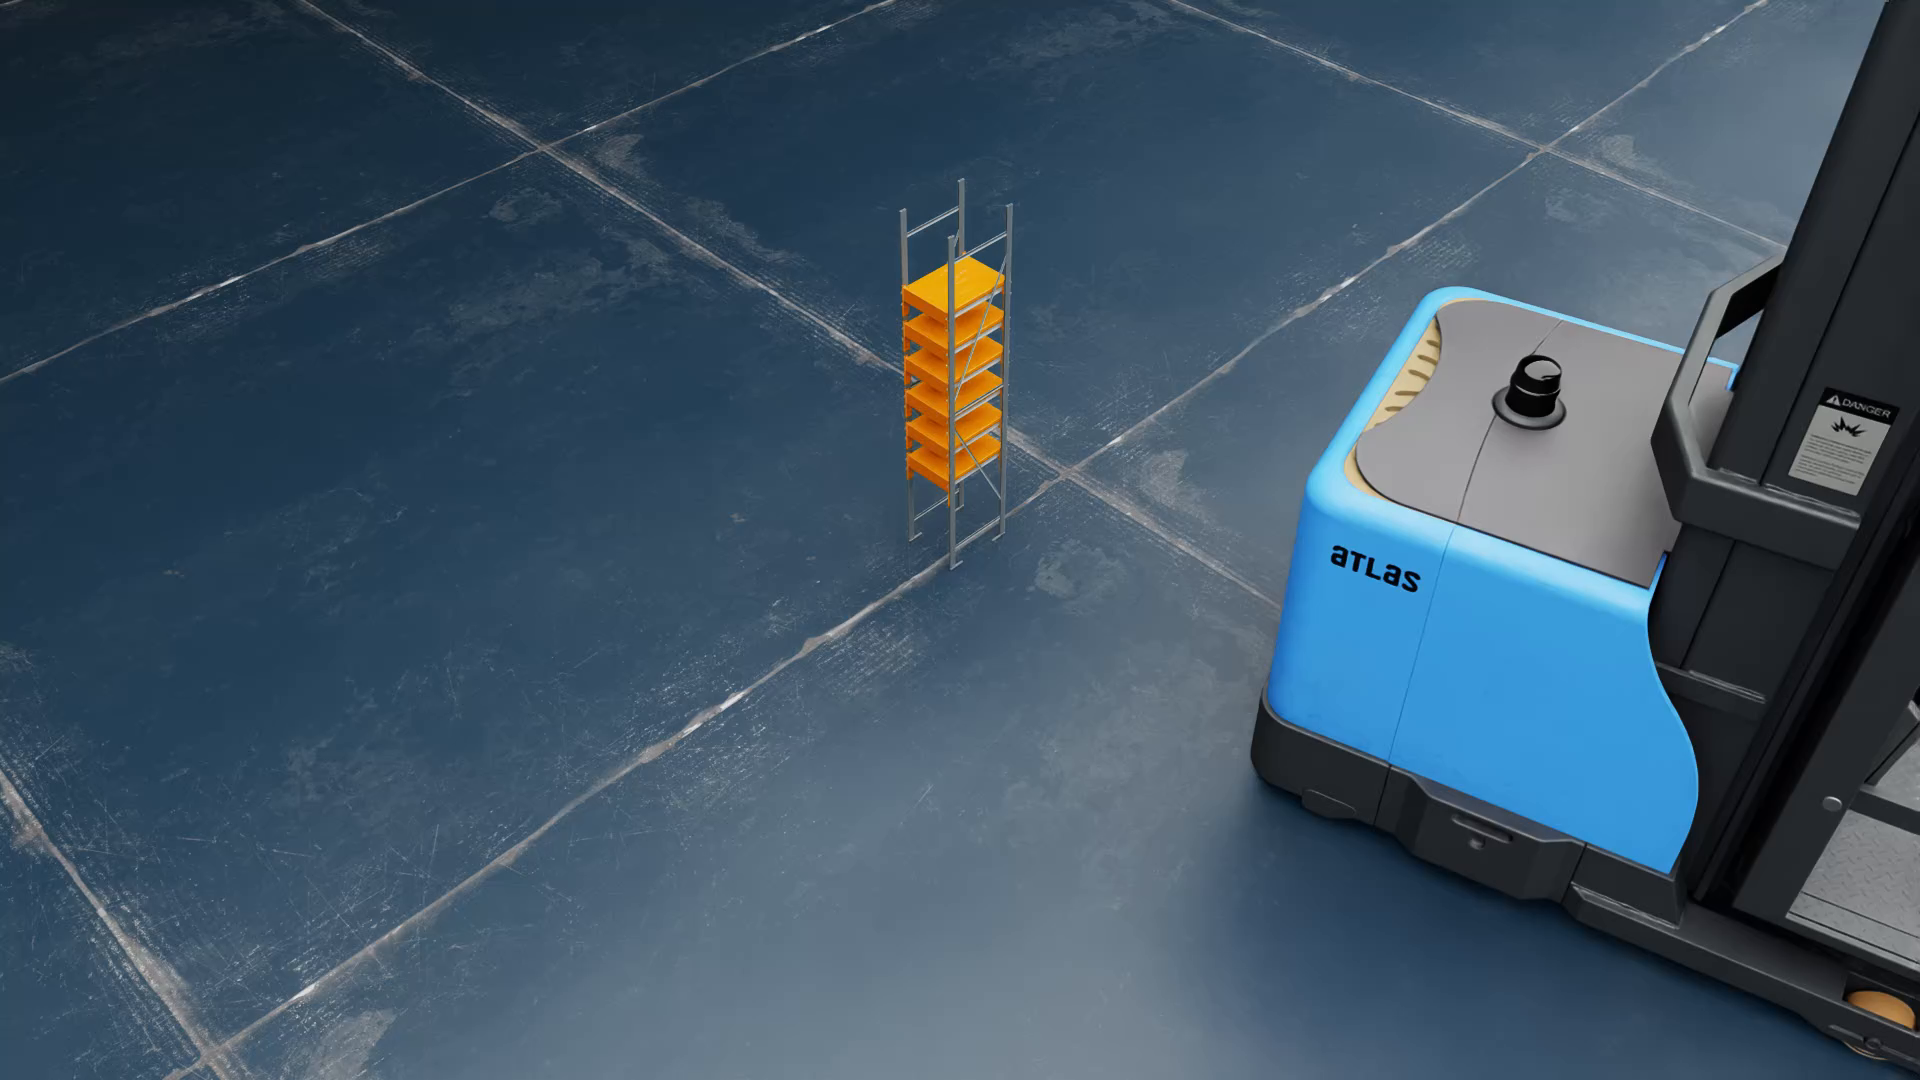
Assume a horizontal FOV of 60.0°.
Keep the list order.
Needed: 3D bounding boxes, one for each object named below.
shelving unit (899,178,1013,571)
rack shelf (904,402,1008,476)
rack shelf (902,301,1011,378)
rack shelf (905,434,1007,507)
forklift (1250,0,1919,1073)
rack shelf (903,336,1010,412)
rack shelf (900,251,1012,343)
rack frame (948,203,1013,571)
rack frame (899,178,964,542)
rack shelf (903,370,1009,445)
[{"bbox_3d":[-0.010,-0.448,4.850,0.258,1.200,0.189,-34,53,-31],"label":"shelving unit"},{"bbox_3d":[-0.010,-0.327,4.962,0.258,0.103,0.180,-34,53,-31],"label":"rack shelf"},{"bbox_3d":[-0.010,-0.591,4.718,0.258,0.103,0.180,-34,53,-31],"label":"rack shelf"},{"bbox_3d":[-0.010,-0.239,5.043,0.258,0.103,0.180,-34,53,-31],"label":"rack shelf"},{"bbox_3d":[2.324,-0.204,3.311,3.031,2.935,1.130,21,47,21],"label":"forklift"},{"bbox_3d":[-0.010,-0.503,4.799,0.258,0.103,0.180,-34,53,-31],"label":"rack shelf"},{"bbox_3d":[-0.010,-0.679,4.636,0.258,0.103,0.180,-34,53,-31],"label":"rack shelf"},{"bbox_3d":[0.054,-0.404,4.803,0.240,1.200,0.006,-34,53,-31],"label":"rack frame"},{"bbox_3d":[-0.075,-0.492,4.898,0.240,1.200,0.006,-34,53,-31],"label":"rack frame"},{"bbox_3d":[-0.010,-0.415,4.880,0.258,0.103,0.180,-34,53,-31],"label":"rack shelf"}]
